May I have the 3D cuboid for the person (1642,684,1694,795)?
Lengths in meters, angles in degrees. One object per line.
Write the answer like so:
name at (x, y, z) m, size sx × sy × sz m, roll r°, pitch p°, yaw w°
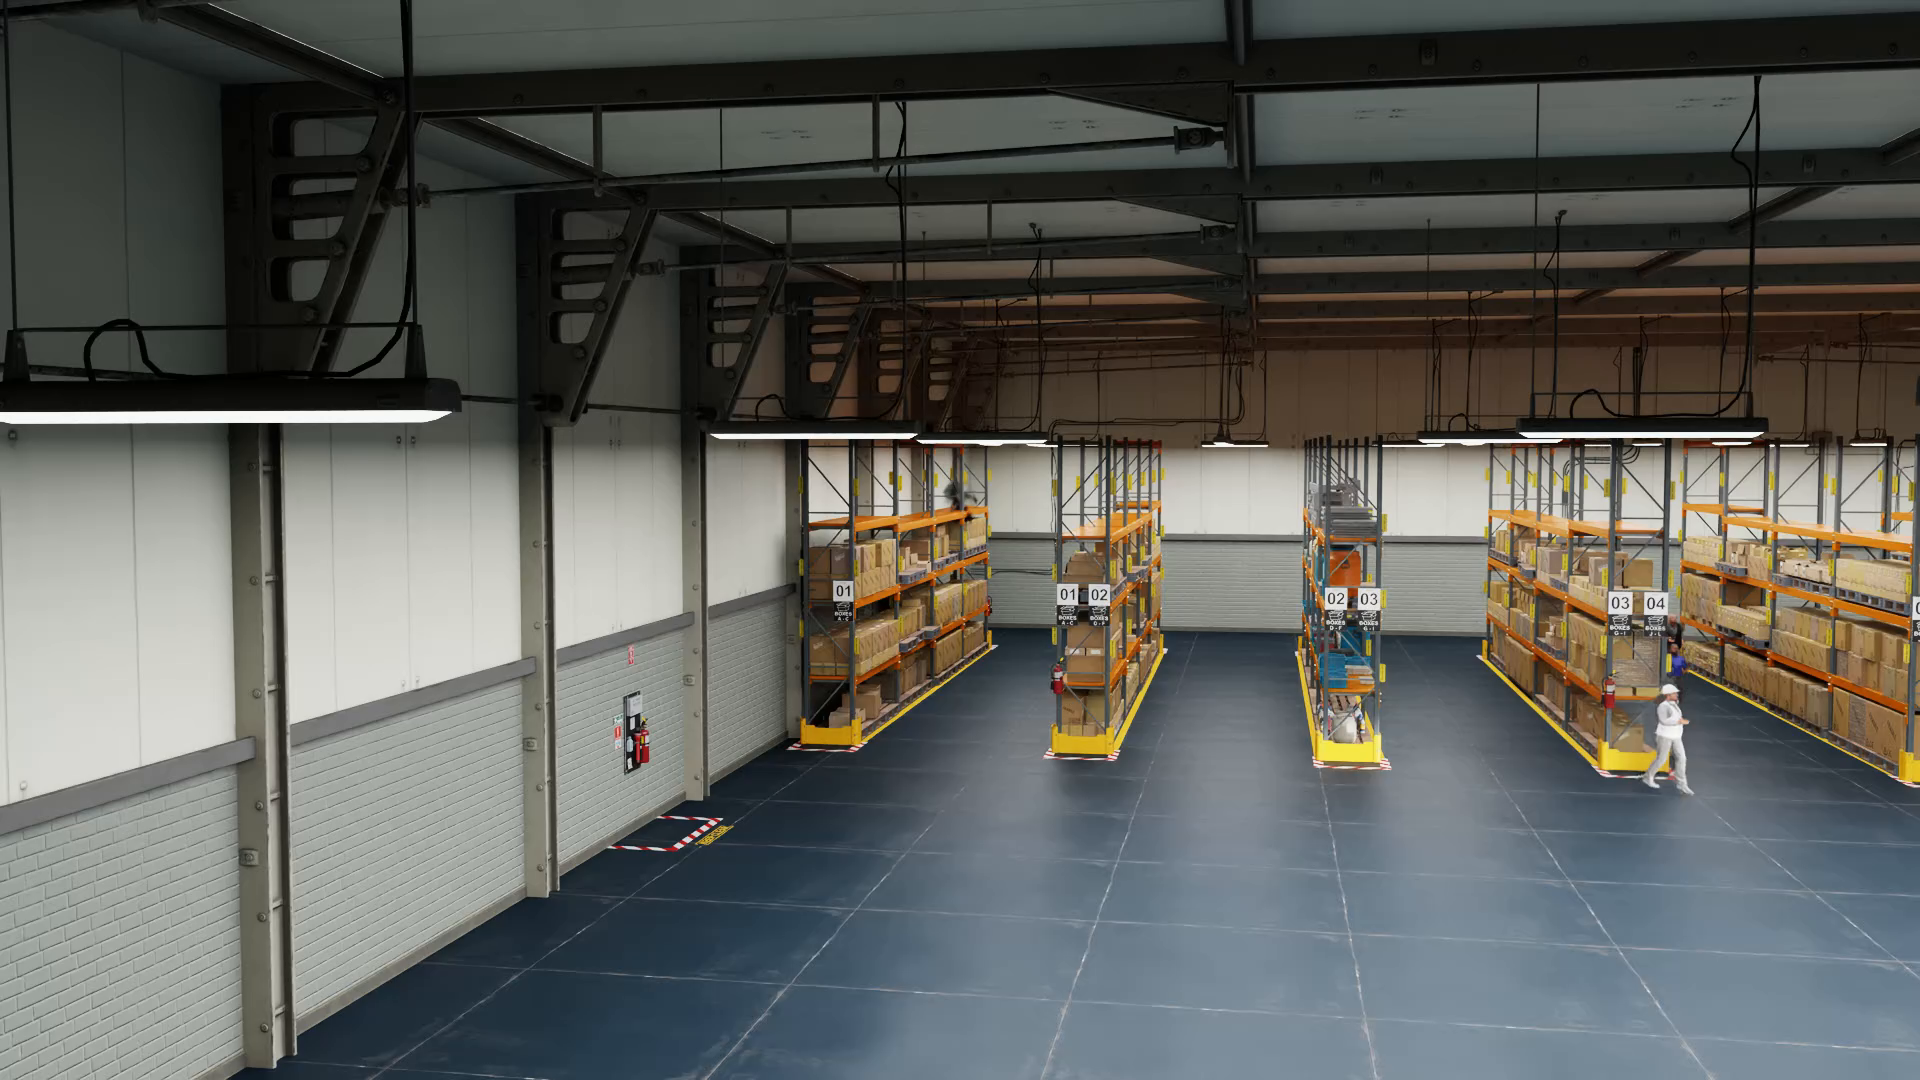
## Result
person at (11.864, 3.315, 27.810) m, size 0.662 × 1.816 × 0.797 m, roll -3°, pitch 4°, yaw -40°

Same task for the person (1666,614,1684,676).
person at (17.405, 2.664, 40.697) m, size 0.679 × 1.729 × 1.017 m, roll 0°, pitch 3°, yaw 5°

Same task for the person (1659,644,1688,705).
person at (15.076, 3.002, 35.149) m, size 0.588 × 1.624 × 0.851 m, roll 0°, pitch 3°, yaw 4°
